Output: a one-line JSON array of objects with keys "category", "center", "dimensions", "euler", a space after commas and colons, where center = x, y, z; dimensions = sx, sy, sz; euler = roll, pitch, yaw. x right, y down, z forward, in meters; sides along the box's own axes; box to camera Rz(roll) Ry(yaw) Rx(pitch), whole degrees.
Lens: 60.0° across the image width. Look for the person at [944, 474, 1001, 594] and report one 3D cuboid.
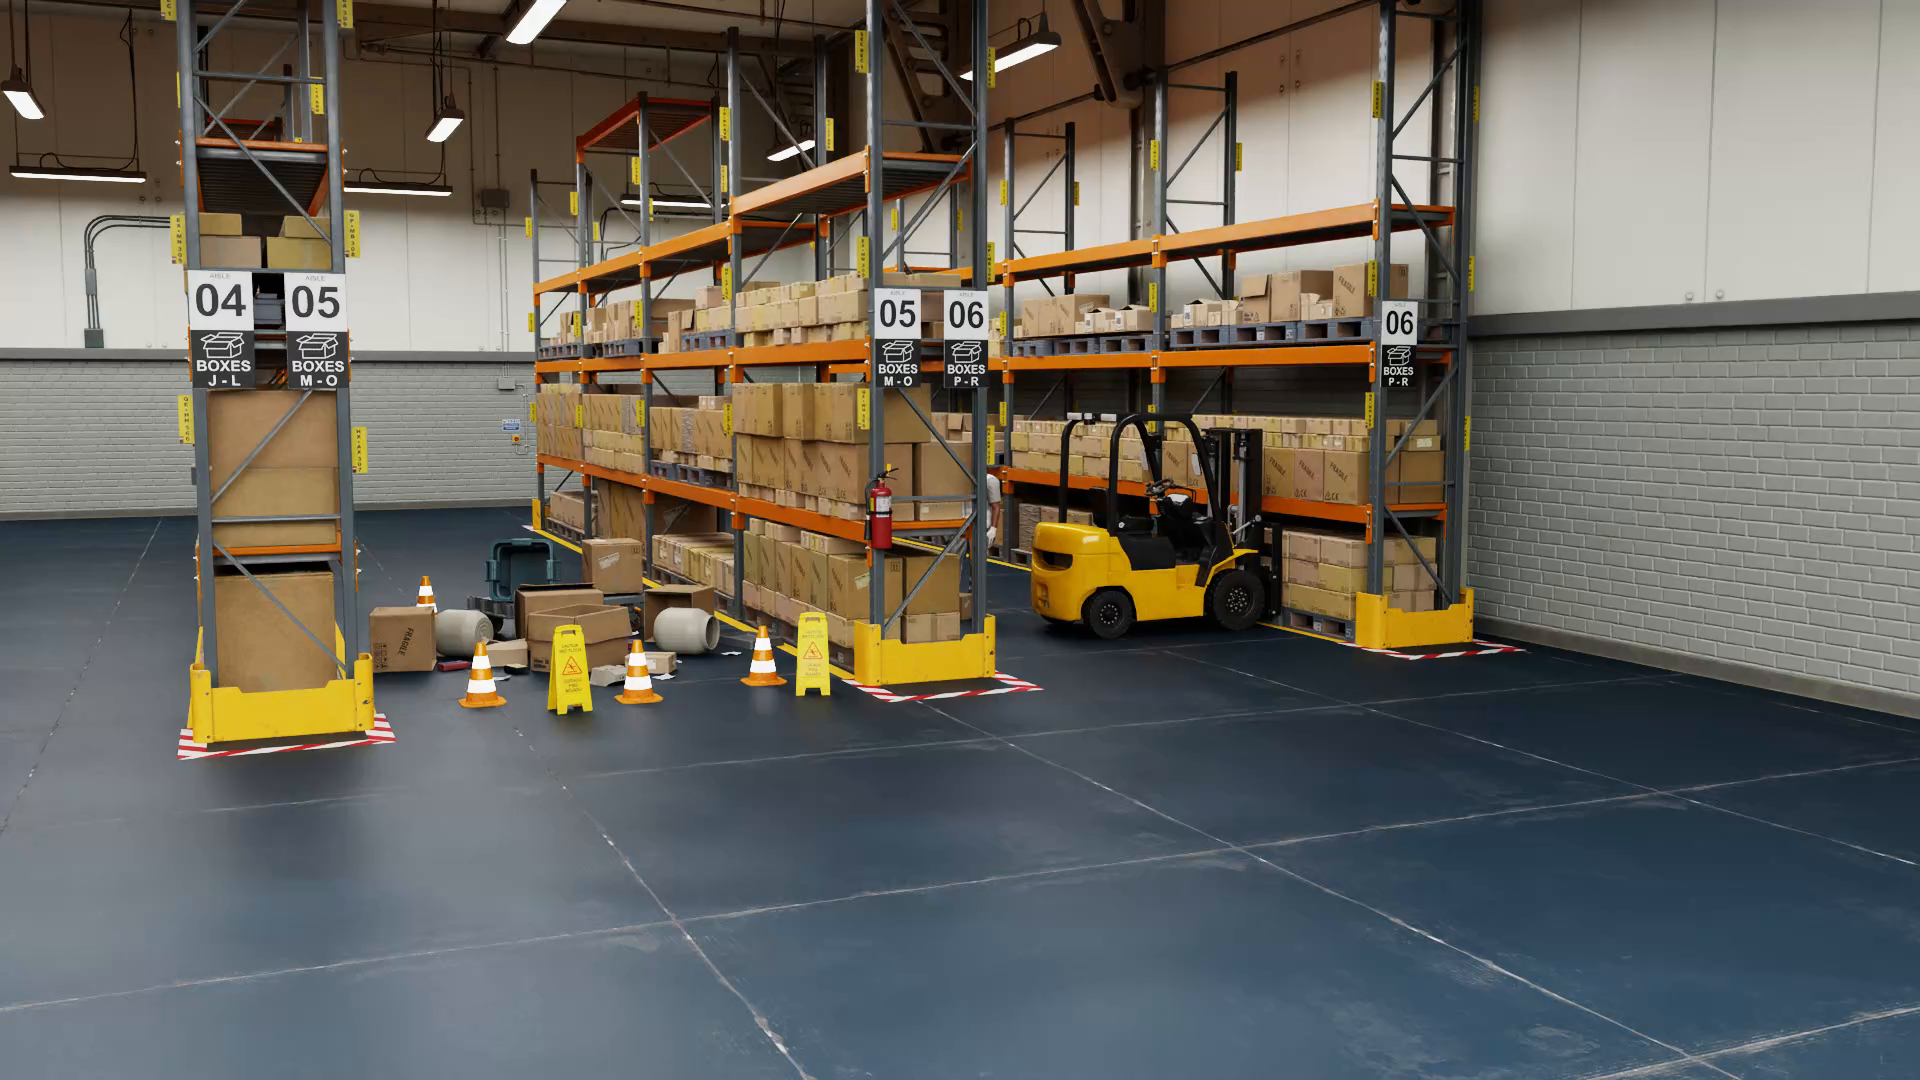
[{"category": "person", "center": [0.076, -0.094, 17.511], "dimensions": [0.656, 1.783, 0.576], "euler": [4, 6, 34]}]
